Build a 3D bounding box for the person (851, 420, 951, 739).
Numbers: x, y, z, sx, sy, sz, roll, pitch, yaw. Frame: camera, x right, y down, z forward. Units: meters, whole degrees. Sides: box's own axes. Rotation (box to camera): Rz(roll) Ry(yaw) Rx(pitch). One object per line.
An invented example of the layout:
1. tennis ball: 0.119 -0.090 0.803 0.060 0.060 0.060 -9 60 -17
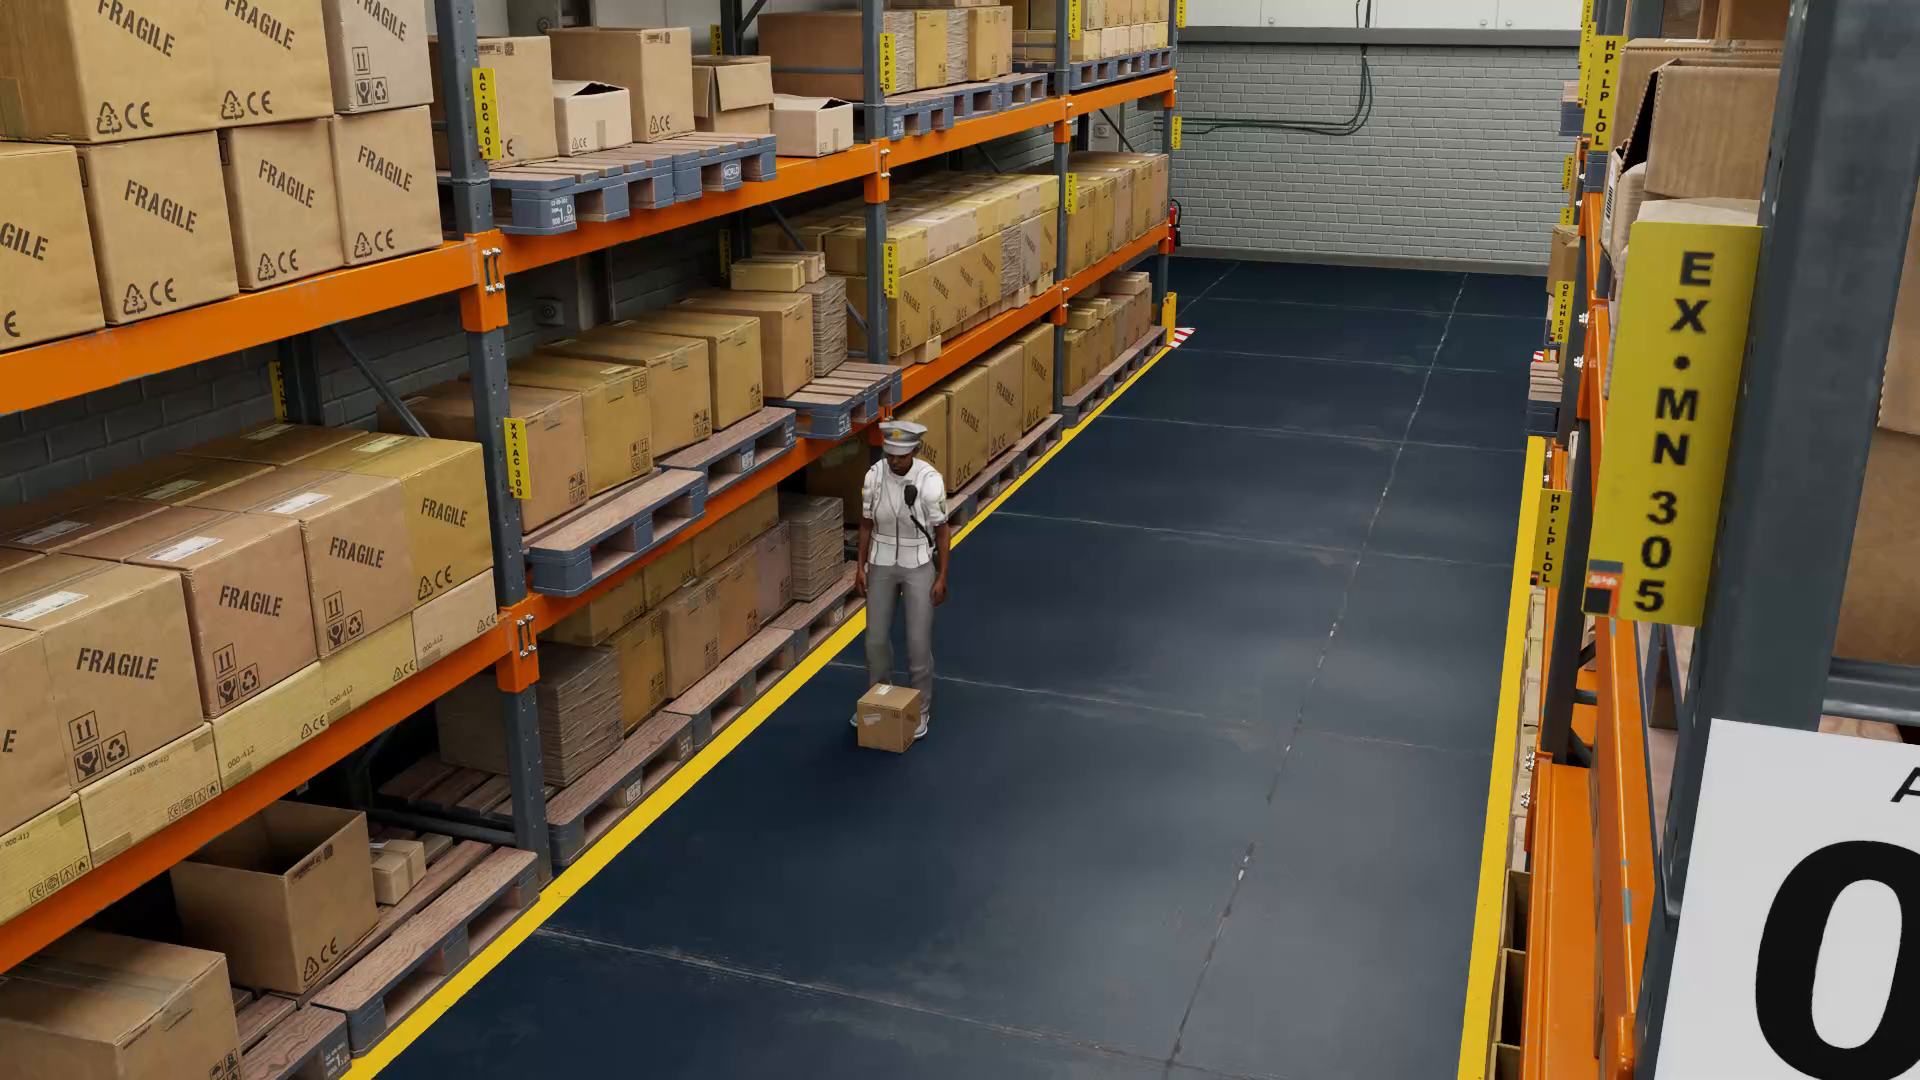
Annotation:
1. person: -0.306 0.181 8.535 0.510 1.657 0.425 5 20 16
